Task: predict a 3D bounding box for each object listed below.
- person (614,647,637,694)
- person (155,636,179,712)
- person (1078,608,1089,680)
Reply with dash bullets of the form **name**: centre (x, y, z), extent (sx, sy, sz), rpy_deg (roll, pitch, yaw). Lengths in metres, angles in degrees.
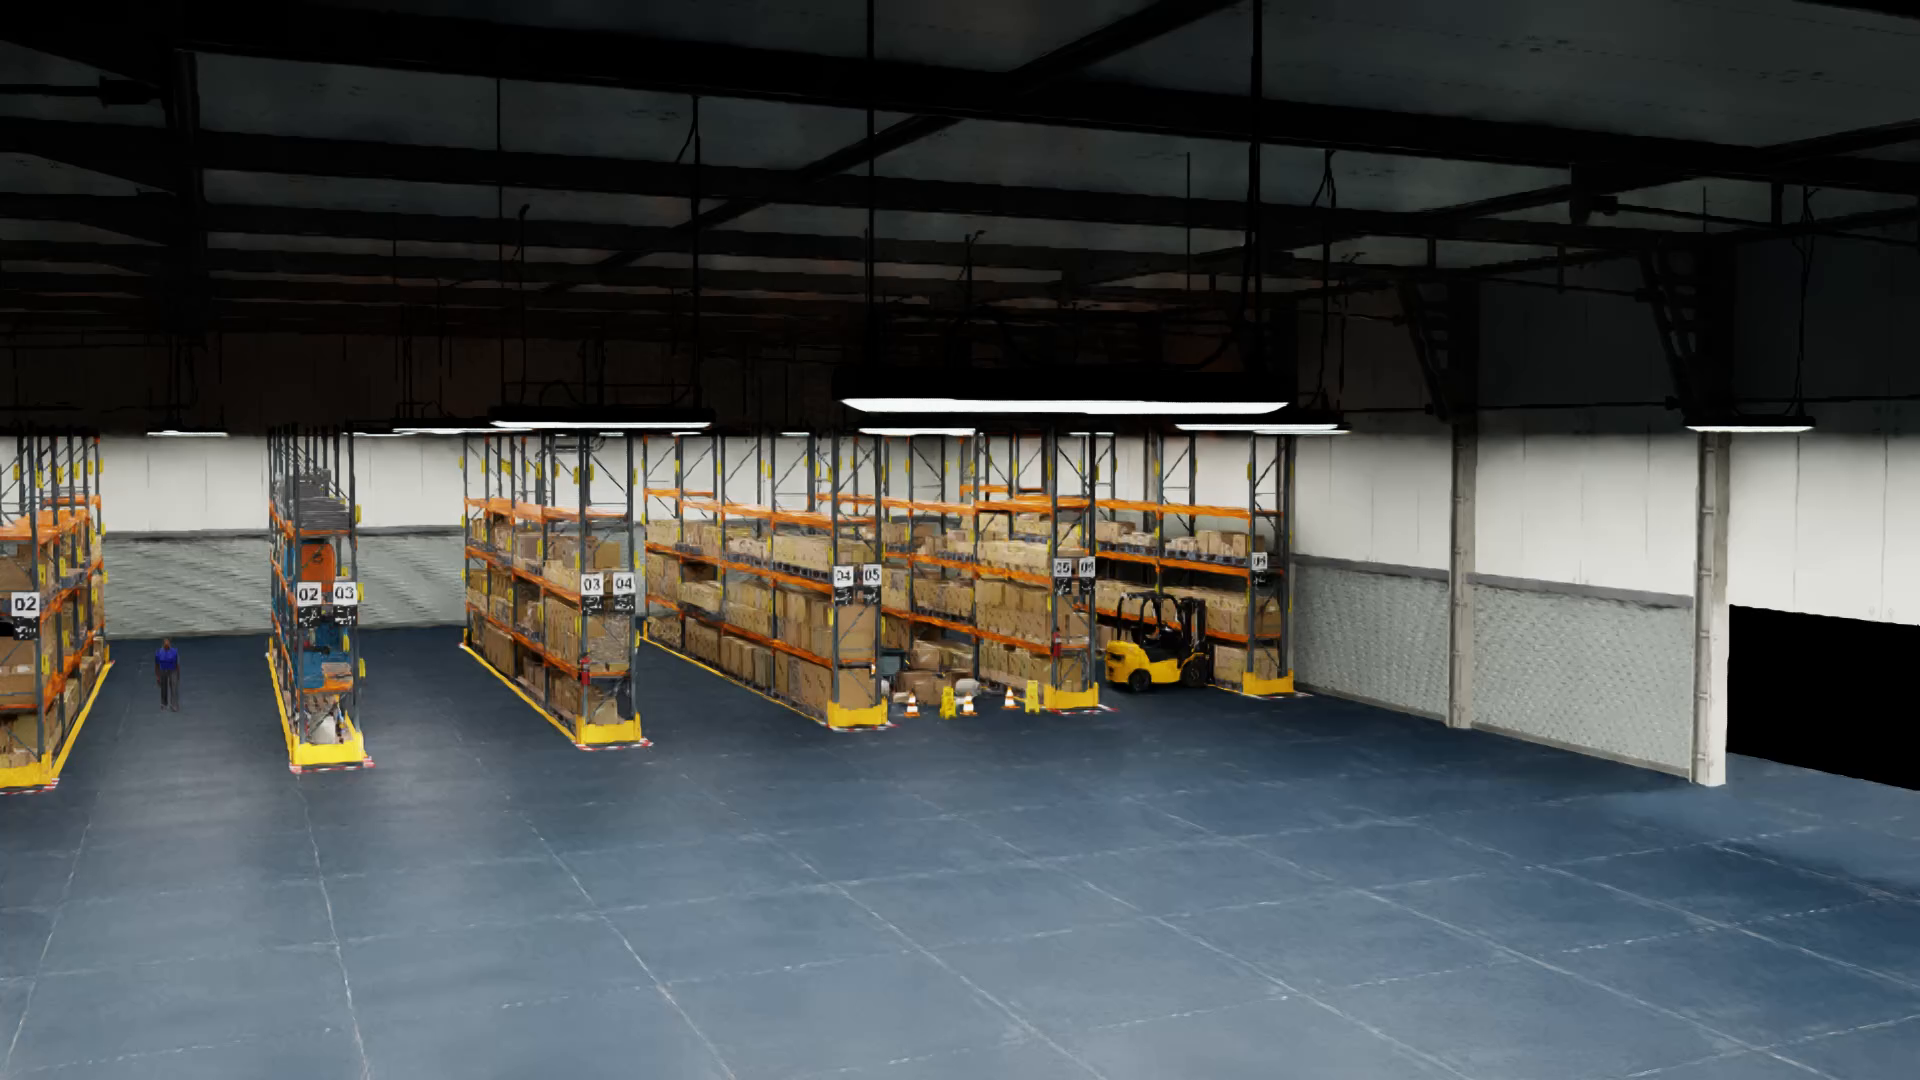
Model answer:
- **person**: centre (-7.507, 2.706, 37.143), extent (0.566, 1.508, 0.519), rpy_deg (-2, 4, -27)
- **person**: centre (-16.590, 2.798, 34.792), extent (0.451, 1.558, 1.088), rpy_deg (-2, 4, -26)
- **person**: centre (2.871, 2.464, 39.487), extent (0.455, 1.677, 0.525), rpy_deg (0, 4, 6)
